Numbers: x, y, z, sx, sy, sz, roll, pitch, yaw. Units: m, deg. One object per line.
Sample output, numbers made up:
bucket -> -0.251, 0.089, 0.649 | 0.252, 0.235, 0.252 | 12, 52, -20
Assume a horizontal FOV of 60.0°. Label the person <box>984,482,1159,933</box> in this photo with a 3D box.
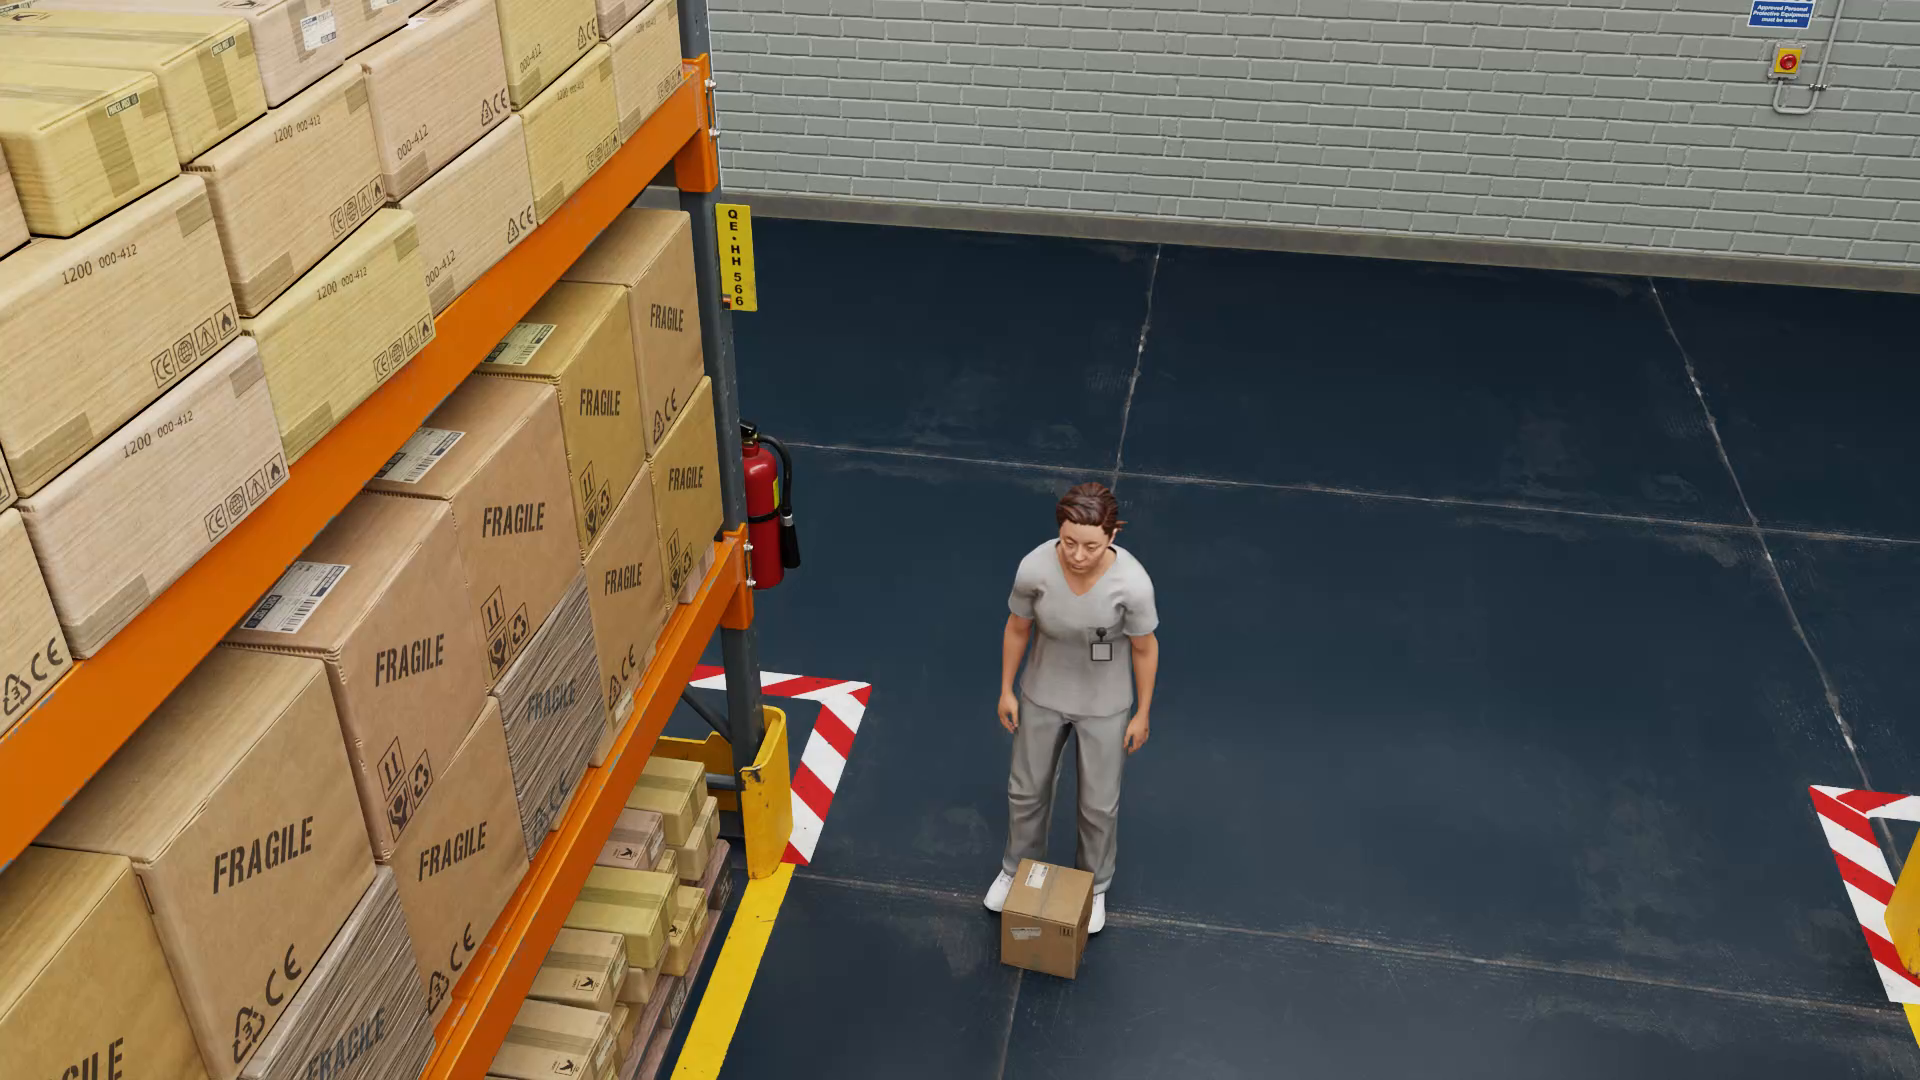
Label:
person -> 0.361, 0.526, 5.313 | 0.511, 1.673, 0.361 | 9, 34, 13
